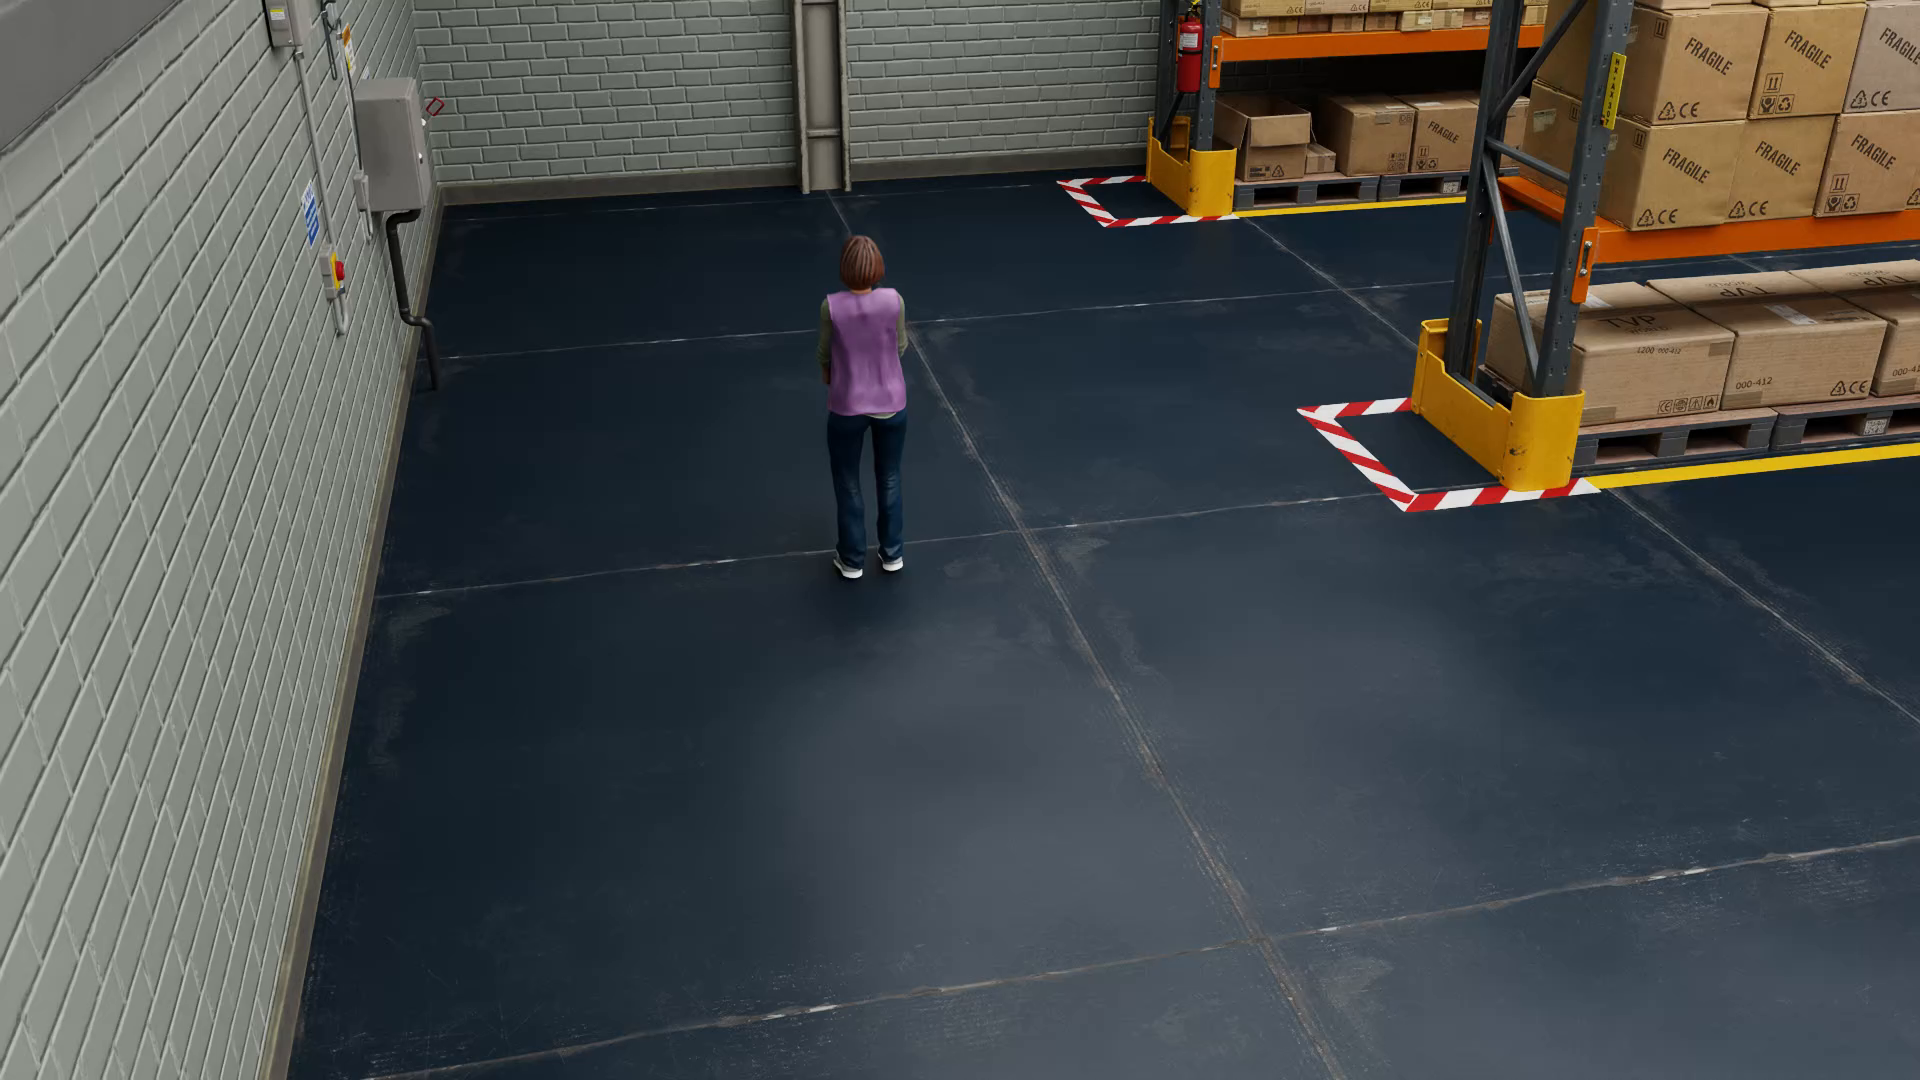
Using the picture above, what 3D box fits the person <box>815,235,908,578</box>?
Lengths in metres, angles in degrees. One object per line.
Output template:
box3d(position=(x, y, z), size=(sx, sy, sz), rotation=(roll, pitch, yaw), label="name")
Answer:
box3d(position=(-0.426, -0.608, 7.322), size=(0.405, 1.590, 0.492), rotation=(-6, 28, -11), label="person")
